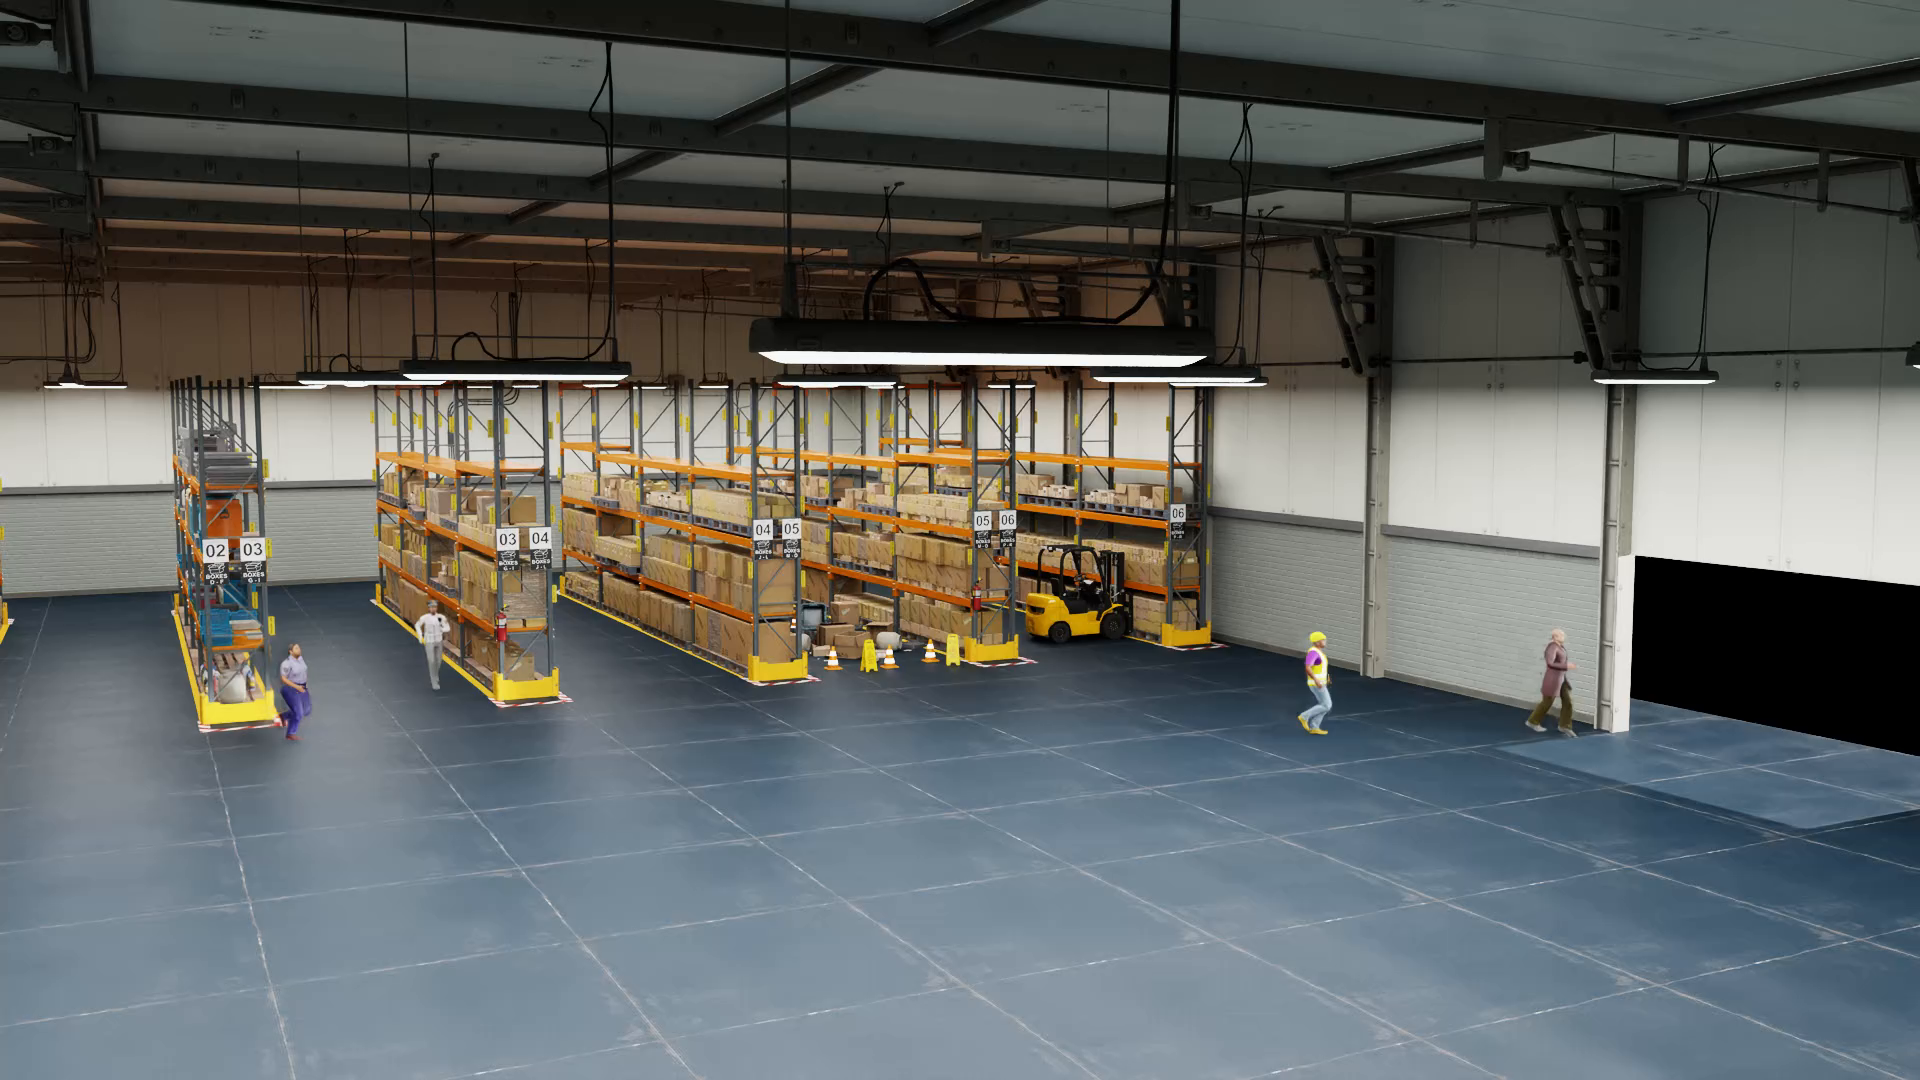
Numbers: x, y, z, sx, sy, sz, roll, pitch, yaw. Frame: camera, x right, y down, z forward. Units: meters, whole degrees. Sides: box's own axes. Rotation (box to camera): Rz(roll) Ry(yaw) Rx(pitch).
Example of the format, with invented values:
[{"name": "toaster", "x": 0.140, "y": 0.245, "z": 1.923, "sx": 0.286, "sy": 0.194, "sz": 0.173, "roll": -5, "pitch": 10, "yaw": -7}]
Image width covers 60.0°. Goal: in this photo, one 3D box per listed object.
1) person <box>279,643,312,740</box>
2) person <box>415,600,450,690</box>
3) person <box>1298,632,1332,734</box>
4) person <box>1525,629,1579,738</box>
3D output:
[{"name": "person", "x": -11.016, "y": 2.496, "z": 27.473, "sx": 0.616, "sy": 1.619, "sz": 0.626, "roll": 1, "pitch": 5, "yaw": 12}, {"name": "person", "x": -10.191, "y": 1.991, "z": 32.223, "sx": 0.607, "sy": 1.689, "sz": 0.916, "roll": -3, "pitch": 6, "yaw": -29}, {"name": "person", "x": 5.944, "y": 2.394, "z": 27.795, "sx": 0.546, "sy": 1.725, "sz": 0.693, "roll": 2, "pitch": 5, "yaw": 17}, {"name": "person", "x": 9.864, "y": 2.494, "z": 27.681, "sx": 0.865, "sy": 1.628, "sz": 0.688, "roll": 4, "pitch": 7, "yaw": 41}]
